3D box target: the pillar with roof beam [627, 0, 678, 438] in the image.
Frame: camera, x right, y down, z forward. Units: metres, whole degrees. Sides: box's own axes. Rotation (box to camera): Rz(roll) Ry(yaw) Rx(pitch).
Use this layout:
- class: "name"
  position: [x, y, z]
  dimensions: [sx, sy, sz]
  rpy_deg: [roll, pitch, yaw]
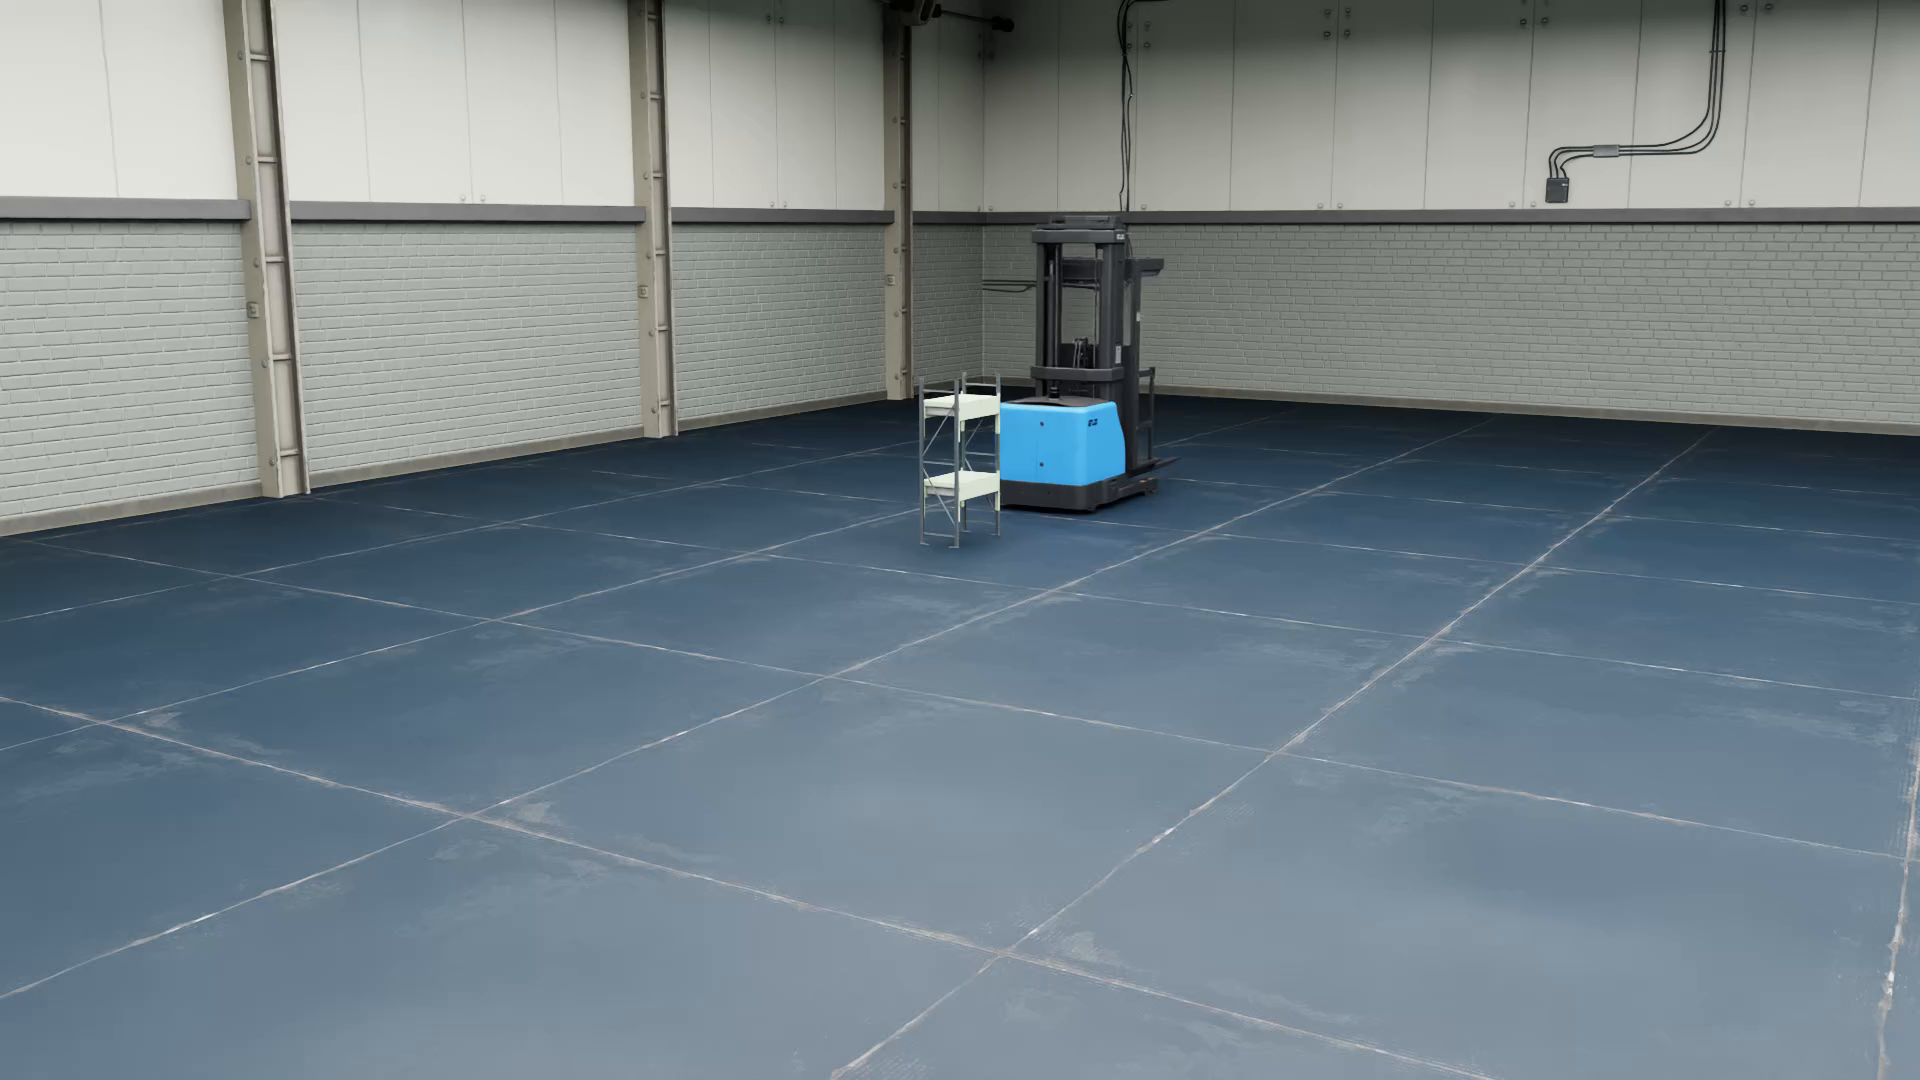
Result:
- class: "pillar with roof beam"
  position: [-0.448, -5.446, 19.883]
  dimensions: [9.100, 9.000, 0.400]
  rpy_deg: [6, 12, 31]

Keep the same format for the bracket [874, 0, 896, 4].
- class: "bracket"
  position: [-2.262, -8.065, 24.095]
  dimensions: [0.076, 0.066, 4.783]
  rpy_deg: [6, 12, 31]

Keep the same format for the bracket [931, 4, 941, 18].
- class: "bracket"
  position: [-0.493, -8.601, 26.957]
  dimensions: [0.235, 0.232, 0.430]
  rpy_deg: [6, 12, 31]

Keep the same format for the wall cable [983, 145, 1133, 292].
- class: "wall cable"
  position: [1.647, -5.611, 29.206]
  dimensions: [3.097, 2.526, 0.112]
  rpy_deg: [6, 12, 31]

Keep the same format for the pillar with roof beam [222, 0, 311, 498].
- class: "pillar with roof beam"
  position: [-3.563, -4.502, 14.843]
  dimensions: [9.100, 9.000, 0.400]
  rpy_deg: [6, 12, 31]

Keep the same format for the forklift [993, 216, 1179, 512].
- class: "forklift"
  position: [1.489, -1.953, 17.715]
  dimensions: [1.130, 2.935, 3.031]
  rpy_deg: [6, 12, 28]

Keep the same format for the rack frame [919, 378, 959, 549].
- class: "rack frame"
  position: [-0.187, -0.681, 14.810]
  dimensions: [0.400, 1.500, 0.023]
  rpy_deg: [6, 12, 31]

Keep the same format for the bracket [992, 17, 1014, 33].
- class: "bracket"
  position: [0.737, -8.974, 28.947]
  dimensions: [0.235, 0.232, 0.430]
  rpy_deg: [6, 12, 31]

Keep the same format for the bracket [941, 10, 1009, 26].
- class: "bracket"
  position: [0.430, -8.881, 28.451]
  dimensions: [0.076, 0.066, 3.189]
  rpy_deg: [6, 12, 31]

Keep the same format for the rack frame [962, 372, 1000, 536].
- class: "rack frame"
  position: [0.193, -0.796, 15.425]
  dimensions: [0.400, 1.500, 0.023]
  rpy_deg: [6, 12, 31]

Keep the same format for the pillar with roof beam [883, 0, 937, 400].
- class: "pillar with roof beam"
  position: [2.667, -6.389, 24.923]
  dimensions: [9.100, 9.000, 0.548]
  rpy_deg: [6, 12, 31]

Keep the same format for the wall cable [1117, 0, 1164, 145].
- class: "wall cable"
  position: [3.960, -7.835, 27.361]
  dimensions: [3.097, 2.526, 0.112]
  rpy_deg: [6, 12, 31]

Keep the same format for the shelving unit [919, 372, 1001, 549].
- class: "shelving unit"
  position: [0.003, -0.738, 15.118]
  dimensions: [0.431, 1.500, 0.755]
  rpy_deg: [6, 12, 31]

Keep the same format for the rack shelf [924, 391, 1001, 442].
- class: "rack shelf"
  position: [0.003, -1.122, 15.046]
  dimensions: [0.431, 0.370, 0.720]
  rpy_deg: [6, 12, 31]

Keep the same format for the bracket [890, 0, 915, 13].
- class: "bracket"
  position: [-0.924, -8.471, 26.259]
  dimensions: [0.235, 0.232, 0.430]
  rpy_deg: [6, 12, 31]

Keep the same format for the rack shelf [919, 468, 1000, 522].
- class: "rack shelf"
  position: [0.003, -0.418, 15.178]
  dimensions: [0.431, 0.370, 0.720]
  rpy_deg: [6, 12, 31]

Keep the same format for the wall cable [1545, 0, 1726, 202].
- class: "wall cable"
  position: [9.753, -7.900, 23.749]
  dimensions: [2.305, 6.003, 0.169]
  rpy_deg: [6, 12, 31]
